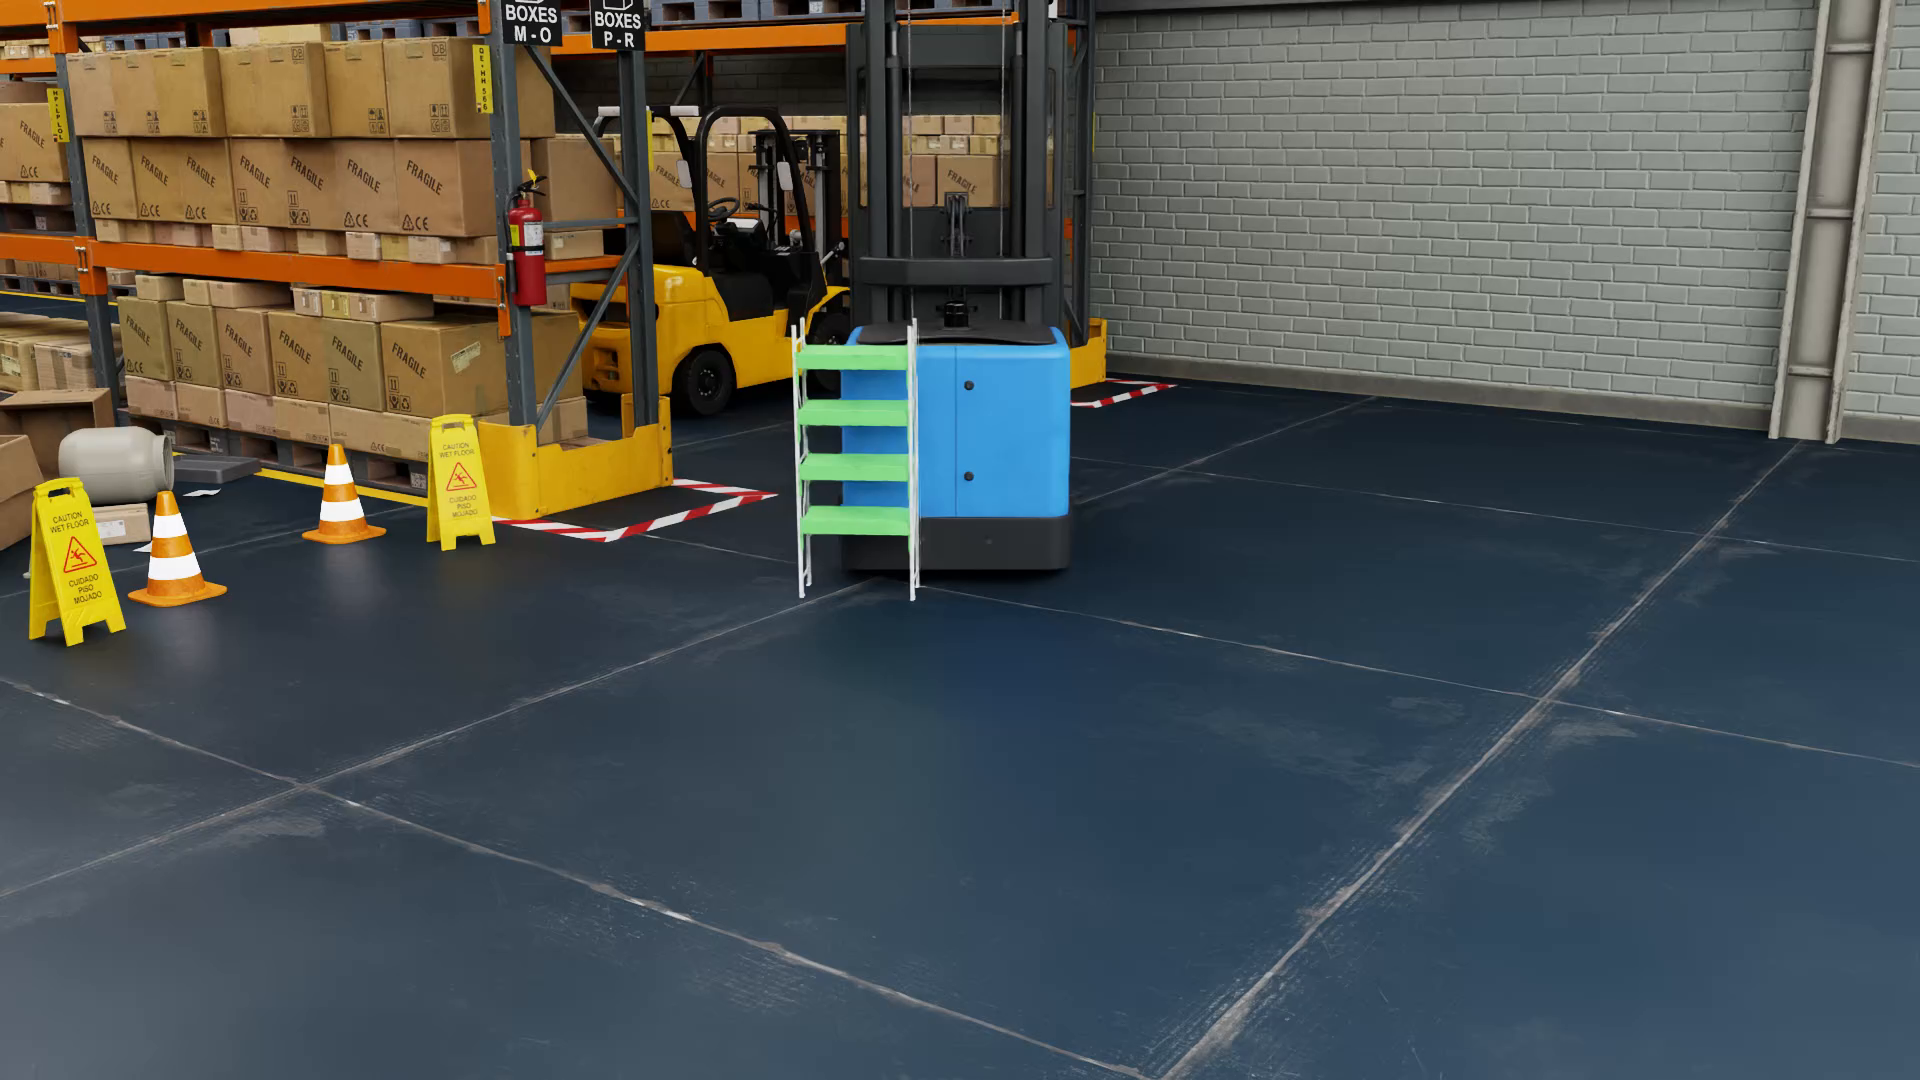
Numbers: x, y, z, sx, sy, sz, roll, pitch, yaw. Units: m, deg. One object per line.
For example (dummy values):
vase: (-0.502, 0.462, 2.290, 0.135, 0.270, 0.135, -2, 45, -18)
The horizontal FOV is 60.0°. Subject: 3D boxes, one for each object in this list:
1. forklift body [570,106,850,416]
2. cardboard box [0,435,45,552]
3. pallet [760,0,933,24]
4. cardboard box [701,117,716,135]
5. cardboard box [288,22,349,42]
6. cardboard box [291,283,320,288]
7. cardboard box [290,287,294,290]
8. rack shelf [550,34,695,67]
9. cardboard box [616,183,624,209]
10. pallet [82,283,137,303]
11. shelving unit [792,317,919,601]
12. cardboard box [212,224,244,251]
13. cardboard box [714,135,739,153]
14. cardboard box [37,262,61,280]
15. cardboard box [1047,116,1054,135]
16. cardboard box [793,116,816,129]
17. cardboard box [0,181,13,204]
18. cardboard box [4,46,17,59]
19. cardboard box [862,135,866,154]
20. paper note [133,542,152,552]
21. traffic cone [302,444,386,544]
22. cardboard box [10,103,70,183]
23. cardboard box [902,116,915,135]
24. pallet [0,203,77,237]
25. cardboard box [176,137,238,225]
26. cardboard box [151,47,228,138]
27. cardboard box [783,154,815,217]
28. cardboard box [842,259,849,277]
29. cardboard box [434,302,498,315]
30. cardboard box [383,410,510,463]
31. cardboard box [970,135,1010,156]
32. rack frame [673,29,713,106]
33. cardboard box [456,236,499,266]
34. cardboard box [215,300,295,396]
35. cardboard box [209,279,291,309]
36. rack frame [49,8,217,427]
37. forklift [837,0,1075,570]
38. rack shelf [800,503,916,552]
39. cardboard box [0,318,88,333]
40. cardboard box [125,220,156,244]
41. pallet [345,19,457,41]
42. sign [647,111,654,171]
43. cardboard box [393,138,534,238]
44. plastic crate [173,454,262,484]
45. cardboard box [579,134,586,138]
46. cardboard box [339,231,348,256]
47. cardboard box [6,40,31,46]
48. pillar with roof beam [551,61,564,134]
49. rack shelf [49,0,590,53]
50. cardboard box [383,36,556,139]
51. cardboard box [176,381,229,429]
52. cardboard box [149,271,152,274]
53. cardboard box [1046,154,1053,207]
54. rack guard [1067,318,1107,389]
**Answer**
forklift body: (-1.867, -2.150, 12.534, 1.214, 2.155, 2.313, 9, 17, 33)
cardboard box: (-4.913, -0.201, 8.086, 0.637, 0.503, 0.797, -1, 14, -6)
pallet: (-0.864, -4.348, 13.588, 1.213, 0.211, 1.003, 9, 17, 33)
cardboard box: (-2.012, -3.565, 14.304, 0.250, 0.149, 0.380, 9, 16, 32)
cardboard box: (-6.475, -5.148, 16.948, 0.500, 0.250, 0.500, 9, 16, 31)
cardboard box: (-6.794, -2.818, 17.793, 0.500, 0.500, 0.500, 9, 16, 32)
cardboard box: (-4.721, -1.425, 11.126, 0.500, 0.500, 0.500, 9, 16, 32)
rack shelf: (-4.254, -4.583, 15.851, 4.000, 0.370, 1.077, 9, 17, 33)
cardboard box: (-3.159, -3.151, 15.121, 0.500, 0.250, 0.500, 10, 17, 34)
pallet: (-9.802, -3.020, 20.083, 1.213, 0.211, 1.003, 9, 17, 33)
shelving unit: (-0.444, -0.347, 7.214, 0.503, 1.200, 0.258, 1, 16, 4)
cardboard box: (-4.223, -1.816, 9.942, 0.250, 0.149, 0.380, 9, 17, 33)
cardboard box: (-1.866, -3.365, 14.115, 0.250, 0.149, 0.380, 10, 17, 34)
cardboard box: (-11.027, -3.494, 20.523, 0.500, 0.500, 0.500, 10, 17, 34)
cardboard box: (0.565, -3.267, 13.102, 0.250, 0.149, 0.380, 9, 16, 32)
cardboard box: (-1.166, -3.427, 13.749, 0.250, 0.149, 0.380, 9, 17, 33)
cardboard box: (-6.386, -2.380, 11.345, 0.250, 0.149, 0.380, 9, 16, 32)
cardboard box: (-11.199, -5.838, 19.943, 0.250, 0.149, 0.380, 9, 17, 33)
cardboard box: (-0.576, -3.163, 13.301, 0.250, 0.149, 0.380, 9, 16, 31)
paper note: (-3.938, 0.030, 8.140, 0.142, 0.019, 0.148, 3, 14, 14)
traffic cone: (-3.119, -0.251, 8.373, 0.334, 0.463, 0.336, 9, 17, 33)
cardboard box: (-5.873, -2.631, 11.008, 0.500, 0.500, 0.500, 9, 16, 32)
cardboard box: (-0.309, -3.290, 13.196, 0.250, 0.149, 0.380, 9, 17, 33)
pallet: (-5.915, -2.256, 11.595, 1.213, 0.211, 1.003, 9, 17, 33)
cardboard box: (-4.313, -2.164, 9.995, 0.500, 0.500, 0.500, 9, 17, 32)
cardboard box: (-4.304, -2.648, 9.872, 0.500, 0.500, 0.700, 9, 16, 32)
cardboard box: (-1.104, -2.939, 13.746, 0.500, 0.500, 0.500, 9, 17, 33)
cardboard box: (-0.683, -2.159, 13.569, 0.500, 0.250, 0.500, 9, 17, 34)
cardboard box: (-3.014, -1.150, 10.016, 0.500, 0.500, 0.500, 8, 16, 31)
cardboard box: (-2.883, -0.609, 9.388, 0.500, 0.250, 0.500, 9, 17, 33)
cardboard box: (0.281, -3.026, 12.746, 0.250, 0.149, 0.380, 9, 17, 34)
rack frame: (-2.594, -3.208, 15.041, 0.127, 3.000, 1.000, 9, 17, 33)
cardboard box: (-2.472, -1.567, 8.934, 0.250, 0.149, 0.380, 10, 17, 35)
cardboard box: (-4.143, -1.179, 10.131, 0.500, 0.500, 0.500, 10, 17, 36)
cardboard box: (-4.300, -1.500, 10.079, 0.250, 0.149, 0.380, 10, 17, 36)
rack frame: (-5.362, -2.218, 11.041, 0.127, 3.000, 1.000, 9, 17, 33)
forklift: (-0.017, -1.583, 8.618, 1.130, 2.935, 3.031, 0, 14, 0)
rack shelf: (-0.444, -0.055, 7.295, 0.480, 0.148, 0.258, 1, 16, 4)
cardboard box: (-6.975, -1.405, 12.350, 0.625, 0.372, 0.950, 10, 17, 35)
cardboard box: (-5.041, -1.966, 10.547, 0.250, 0.149, 0.380, 10, 17, 34)
pallet: (-5.301, -5.036, 16.575, 1.003, 0.211, 1.213, 10, 17, 35)
sign: (-1.740, -2.210, 9.207, 0.005, 0.325, 0.100, 9, 17, 33)
cardboard box: (-2.647, -1.892, 8.898, 0.500, 0.500, 0.500, 9, 16, 32)
plastic crate: (-4.516, -0.427, 9.881, 0.583, 0.080, 0.402, 3, 14, 14)
cardboard box: (-3.226, -3.604, 15.083, 0.250, 0.149, 0.380, 9, 16, 32)
cardboard box: (-3.310, -1.709, 9.506, 0.250, 0.149, 0.380, 9, 17, 34)
cardboard box: (-11.043, -6.031, 19.896, 0.500, 0.250, 0.500, 9, 16, 32)
pillar with roof beam: (-6.731, -5.803, 13.039, 0.400, 9.000, 9.100, 9, 17, 33)
rack shelf: (-3.702, -3.057, 9.683, 4.000, 0.370, 1.077, 9, 17, 33)
cardboard box: (-2.588, -2.385, 8.807, 0.500, 0.500, 0.700, 9, 16, 31)
cardboard box: (-4.573, -0.885, 10.504, 0.500, 0.250, 0.500, 10, 17, 36)
cardboard box: (-9.649, -3.316, 20.196, 0.500, 0.311, 0.500, 10, 17, 35)
cardboard box: (0.469, -2.842, 13.354, 0.500, 0.500, 0.500, 10, 17, 35)
rack guard: (0.745, -1.455, 13.161, 0.348, 0.500, 1.175, 9, 17, 33)
